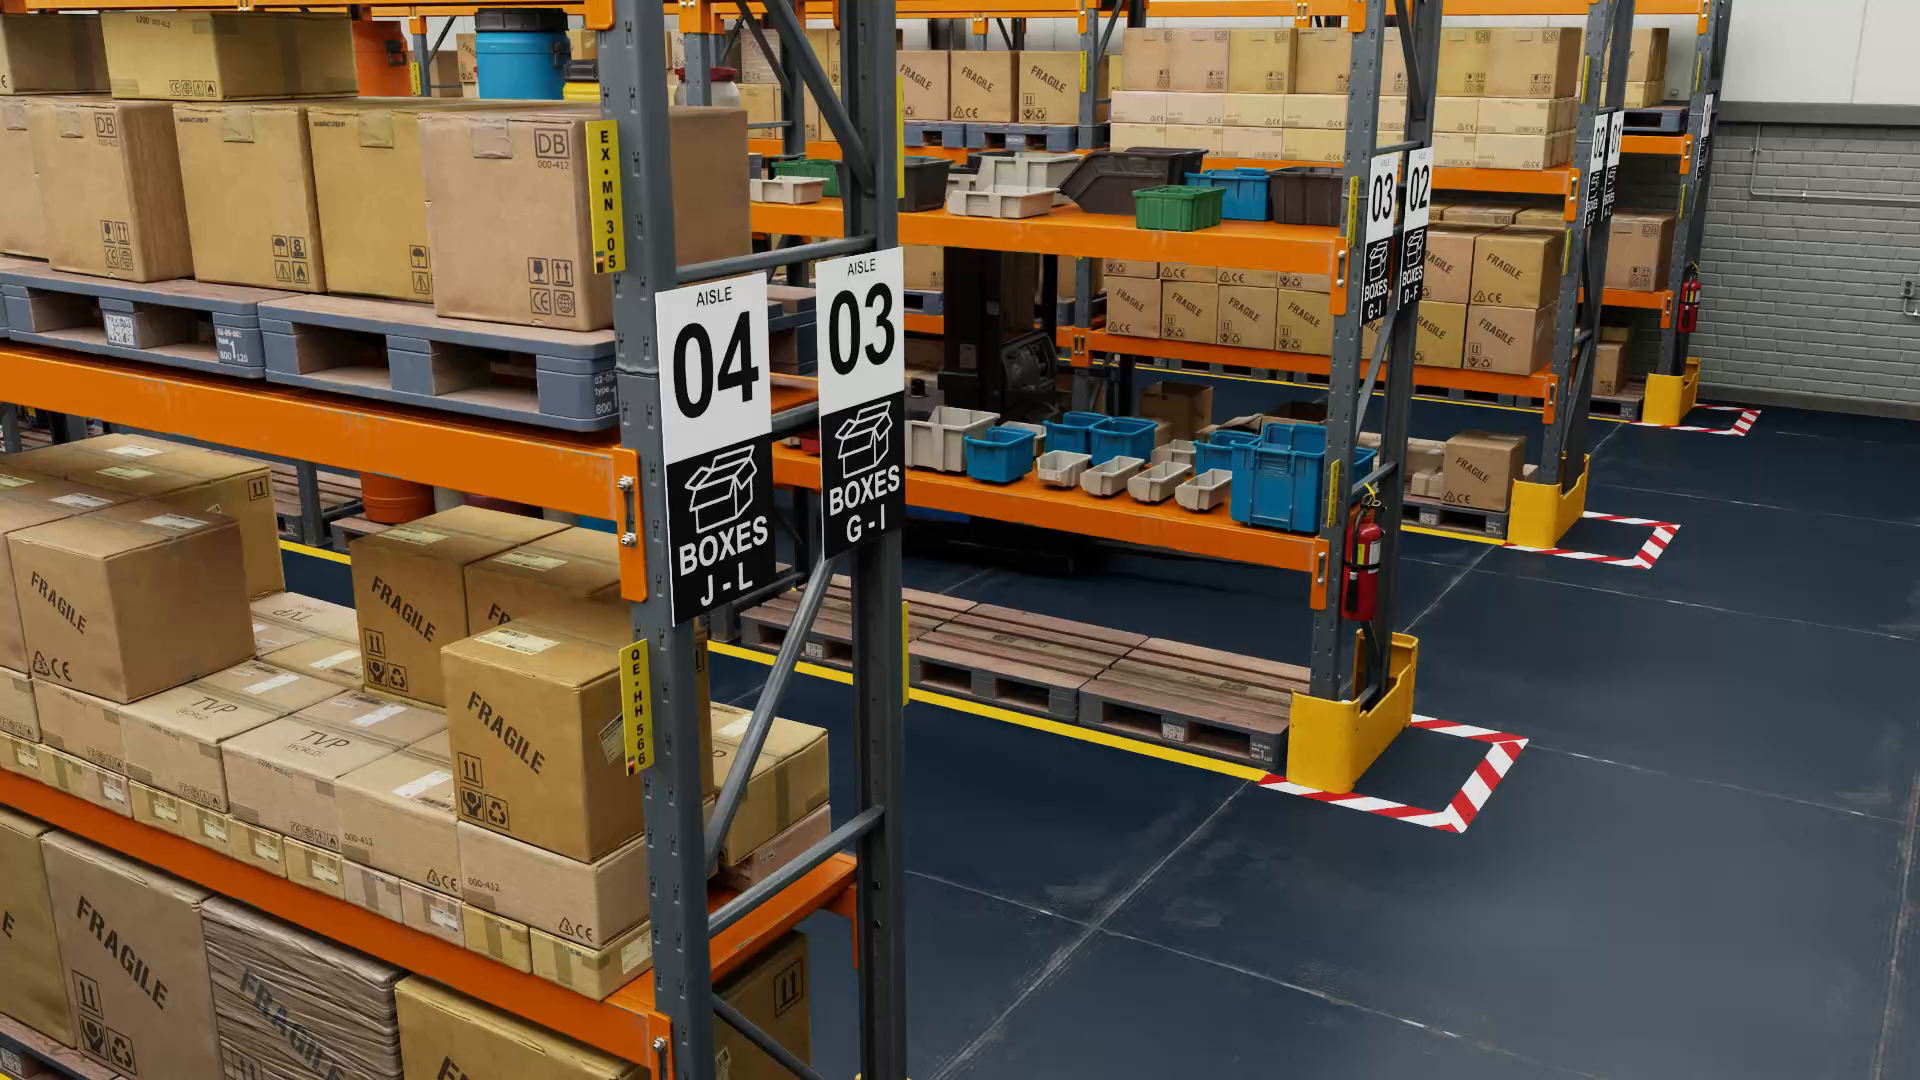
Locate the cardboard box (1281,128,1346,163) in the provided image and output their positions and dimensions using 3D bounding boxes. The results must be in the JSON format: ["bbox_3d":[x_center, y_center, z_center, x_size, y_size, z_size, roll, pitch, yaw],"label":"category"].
[{"bbox_3d":[2.863,-3.123,13.099,0.500,0.250,0.500,10,20,30],"label":"cardboard box"}]

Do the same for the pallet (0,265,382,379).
[{"bbox_3d":[-2.159,-0.751,5.183,1.213,0.211,1.003,10,20,30],"label":"pallet"}]

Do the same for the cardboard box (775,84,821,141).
[{"bbox_3d":[-1.283,-4.080,15.818,0.500,0.500,0.910,10,20,30],"label":"cardboard box"}]

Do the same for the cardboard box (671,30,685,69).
[{"bbox_3d":[-3.495,-6.548,22.189,0.500,0.500,0.500,8,19,25],"label":"cardboard box"}]

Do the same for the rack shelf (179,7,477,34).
[{"bbox_3d":[-7.220,-5.980,19.010,4.000,0.370,1.077,10,20,30],"label":"rack shelf"}]

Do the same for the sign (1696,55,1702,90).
[{"bbox_3d":[7.003,-4.431,15.761,0.005,0.325,0.100,10,20,30],"label":"sign"}]

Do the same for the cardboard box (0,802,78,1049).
[{"bbox_3d":[-3.366,1.265,6.488,0.875,0.875,0.875,10,20,30],"label":"cardboard box"}]

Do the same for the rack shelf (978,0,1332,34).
[{"bbox_3d":[2.186,-5.990,19.044,4.000,0.370,1.077,10,20,30],"label":"rack shelf"}]

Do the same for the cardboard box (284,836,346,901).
[{"bbox_3d":[-1.825,0.930,5.090,0.250,0.149,0.380,10,19,29],"label":"cardboard box"}]

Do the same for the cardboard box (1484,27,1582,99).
[{"bbox_3d":[4.263,-3.551,12.357,0.500,0.500,0.700,10,20,30],"label":"cardboard box"}]

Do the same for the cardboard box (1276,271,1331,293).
[{"bbox_3d":[2.874,-2.274,13.313,0.500,0.500,0.500,11,20,32],"label":"cardboard box"}]

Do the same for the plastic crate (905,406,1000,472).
[{"bbox_3d":[-0.089,-0.592,9.768,0.530,0.282,0.437,10,20,30],"label":"plastic crate"}]

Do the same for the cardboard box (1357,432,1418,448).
[{"bbox_3d":[3.543,-0.715,14.048,0.500,0.250,0.500,10,20,30],"label":"cardboard box"}]

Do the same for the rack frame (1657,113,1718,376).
[{"bbox_3d":[7.299,-2.743,16.749,0.127,3.000,1.000,10,20,30],"label":"rack frame"}]

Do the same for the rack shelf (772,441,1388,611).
[{"bbox_3d":[0.410,-0.249,9.778,4.000,0.370,1.077,10,20,30],"label":"rack shelf"}]

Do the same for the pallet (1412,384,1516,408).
[{"bbox_3d":[5.541,-1.696,18.103,1.213,0.211,1.003,10,20,30],"label":"pallet"}]

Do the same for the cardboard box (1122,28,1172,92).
[{"bbox_3d":[1.736,-4.021,13.903,0.500,0.500,0.700,10,20,30],"label":"cardboard box"}]

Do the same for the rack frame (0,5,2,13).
[{"bbox_3d":[-3.886,-2.541,5.764,0.127,3.000,1.000,10,20,30],"label":"rack frame"}]

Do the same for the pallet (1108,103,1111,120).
[{"bbox_3d":[2.013,-5.050,19.510,1.213,0.211,1.003,11,20,33],"label":"pallet"}]

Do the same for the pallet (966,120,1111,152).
[{"bbox_3d":[0.782,-3.586,14.687,1.003,0.211,1.213,10,20,30],"label":"pallet"}]

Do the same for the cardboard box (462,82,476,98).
[{"bbox_3d":[-4.996,-4.809,17.926,0.500,0.250,0.500,13,21,36],"label":"cardboard box"}]

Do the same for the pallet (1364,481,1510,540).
[{"bbox_3d":[3.965,-0.313,13.550,1.213,0.211,1.003,10,20,30],"label":"pallet"}]

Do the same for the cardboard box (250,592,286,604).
[{"bbox_3d":[-2.930,0.339,6.351,0.500,0.250,0.500,11,20,32],"label":"cardboard box"}]

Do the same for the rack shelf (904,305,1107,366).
[{"bbox_3d":[-0.403,-2.084,15.817,4.000,0.370,1.077,10,20,30],"label":"rack shelf"}]

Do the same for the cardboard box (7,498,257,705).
[{"bbox_3d":[-2.751,0.191,5.548,0.500,0.500,0.500,9,19,28],"label":"cardboard box"}]

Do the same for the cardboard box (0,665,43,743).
[{"bbox_3d":[-3.202,0.472,5.913,0.500,0.250,0.500,10,20,30],"label":"cardboard box"}]

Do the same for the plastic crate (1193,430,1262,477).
[{"bbox_3d":[1.515,-0.457,9.409,0.300,0.233,0.416,10,20,30],"label":"plastic crate"}]

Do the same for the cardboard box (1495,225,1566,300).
[{"bbox_3d":[4.470,-2.174,12.986,0.500,0.500,0.500,11,20,32],"label":"cardboard box"}]

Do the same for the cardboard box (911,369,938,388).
[{"bbox_3d":[-0.113,-1.296,15.530,0.500,0.500,0.500,10,20,31],"label":"cardboard box"}]

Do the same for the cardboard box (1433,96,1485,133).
[{"bbox_3d":[3.712,-3.209,12.521,0.500,0.250,0.500,10,20,30],"label":"cardboard box"}]

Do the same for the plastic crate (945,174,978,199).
[{"bbox_3d":[-0.011,-2.107,9.950,0.466,0.136,0.293,10,20,30],"label":"plastic crate"}]

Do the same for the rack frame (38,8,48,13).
[{"bbox_3d":[-8.111,-4.985,13.809,0.127,3.000,1.000,10,20,30],"label":"rack frame"}]

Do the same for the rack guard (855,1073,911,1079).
[{"bbox_3d":[-0.457,2.137,4.985,0.348,0.500,1.175,10,20,30],"label":"rack guard"}]

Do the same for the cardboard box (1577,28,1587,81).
[{"bbox_3d":[6.112,-4.836,16.554,0.500,0.500,0.500,11,20,32],"label":"cardboard box"}]

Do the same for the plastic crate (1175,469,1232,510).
[{"bbox_3d":[1.325,-0.271,8.962,0.243,0.136,0.396,10,20,30],"label":"plastic crate"}]

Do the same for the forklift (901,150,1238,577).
[{"bbox_3d":[0.692,-1.309,12.148,3.031,2.935,1.130,8,19,24],"label":"forklift"}]

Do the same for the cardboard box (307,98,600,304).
[{"bbox_3d":[-1.365,-0.975,4.704,0.500,0.500,0.700,9,19,28],"label":"cardboard box"}]

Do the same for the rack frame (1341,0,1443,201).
[{"bbox_3d":[2.114,-3.159,7.800,0.127,3.000,1.000,10,20,30],"label":"rack frame"}]

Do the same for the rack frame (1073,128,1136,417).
[{"bbox_3d":[1.301,-2.124,14.711,0.127,3.000,1.000,10,20,30],"label":"rack frame"}]

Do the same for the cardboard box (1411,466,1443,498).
[{"bbox_3d":[3.820,-0.476,13.404,0.250,0.166,0.380,10,20,30],"label":"cardboard box"}]

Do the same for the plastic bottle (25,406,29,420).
[{"bbox_3d":[-8.888,-1.287,15.893,0.097,0.271,0.097,0,17,0],"label":"plastic bottle"}]

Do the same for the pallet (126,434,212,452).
[{"bbox_3d":[-7.422,-0.670,14.724,1.213,0.211,1.003,10,20,30],"label":"pallet"}]

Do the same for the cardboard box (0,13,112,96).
[{"bbox_3d":[-3.088,-1.617,5.525,0.500,0.250,0.500,9,19,27],"label":"cardboard box"}]

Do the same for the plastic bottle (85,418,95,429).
[{"bbox_3d":[-8.153,-1.176,15.530,0.097,0.271,0.097,0,17,0],"label":"plastic bottle"}]

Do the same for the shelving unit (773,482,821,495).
[{"bbox_3d":[-1.207,-0.682,13.192,1.048,1.125,0.538,8,19,24],"label":"shelving unit"}]

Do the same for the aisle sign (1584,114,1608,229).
[{"bbox_3d":[4.608,-2.673,12.047,0.004,0.787,0.394,10,20,30],"label":"aisle sign"}]

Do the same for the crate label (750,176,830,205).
[{"bbox_3d":[-1.028,-2.060,9.796,0.466,0.136,0.293,10,20,30],"label":"crate label"}]

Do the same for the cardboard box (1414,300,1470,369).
[{"bbox_3d":[3.742,-1.642,12.953,0.500,0.500,0.500,10,20,31],"label":"cardboard box"}]

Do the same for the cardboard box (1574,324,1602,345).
[{"bbox_3d":[6.445,-2.114,17.142,0.250,0.149,0.380,10,19,29],"label":"cardboard box"}]

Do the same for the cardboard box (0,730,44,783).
[{"bbox_3d":[-3.135,0.696,5.860,0.250,0.149,0.380,10,19,29],"label":"cardboard box"}]

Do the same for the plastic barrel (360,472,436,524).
[{"bbox_3d":[-4.277,-0.598,12.701,0.708,0.830,0.600,10,20,30],"label":"plastic barrel"}]

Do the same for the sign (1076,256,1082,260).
[{"bbox_3d":[1.014,-2.540,14.089,0.005,0.325,0.100,10,20,30],"label":"sign"}]

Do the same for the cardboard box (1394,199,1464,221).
[{"bbox_3d":[4.963,-3.296,18.054,0.700,0.700,0.980,10,19,29],"label":"cardboard box"}]
